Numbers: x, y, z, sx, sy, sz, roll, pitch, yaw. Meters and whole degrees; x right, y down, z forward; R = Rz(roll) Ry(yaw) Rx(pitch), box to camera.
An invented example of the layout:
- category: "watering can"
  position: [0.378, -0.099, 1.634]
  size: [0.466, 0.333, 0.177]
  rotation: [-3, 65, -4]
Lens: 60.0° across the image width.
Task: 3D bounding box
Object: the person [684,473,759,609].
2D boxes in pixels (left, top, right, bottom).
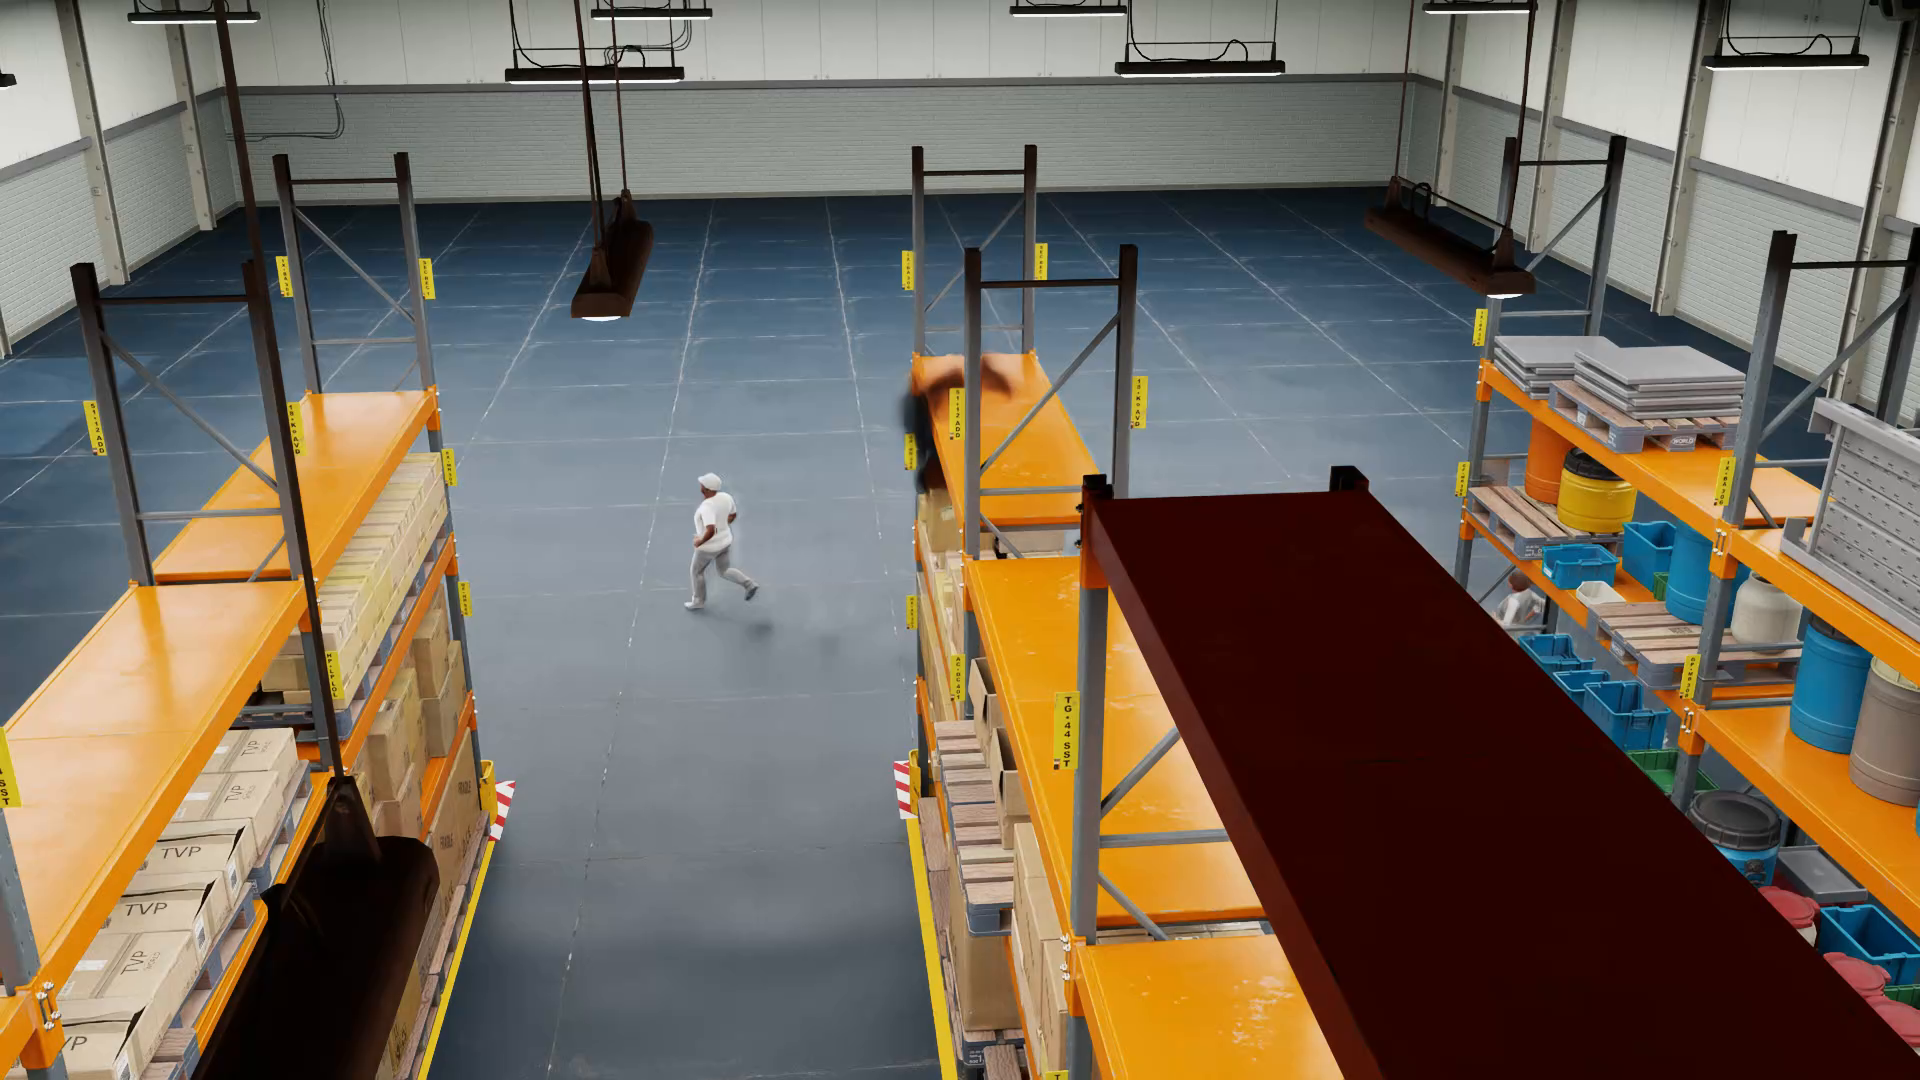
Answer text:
- category: "person"
  position: [-2.801, 0.059, 19.199]
  size: [1.035, 1.751, 0.678]
  rotation: [14, 26, 31]

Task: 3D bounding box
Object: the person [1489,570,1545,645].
- category: "person"
  position: [5.622, 0.996, 17.000]
  size: [0.530, 1.547, 0.522]
  rotation: [12, 25, 28]
